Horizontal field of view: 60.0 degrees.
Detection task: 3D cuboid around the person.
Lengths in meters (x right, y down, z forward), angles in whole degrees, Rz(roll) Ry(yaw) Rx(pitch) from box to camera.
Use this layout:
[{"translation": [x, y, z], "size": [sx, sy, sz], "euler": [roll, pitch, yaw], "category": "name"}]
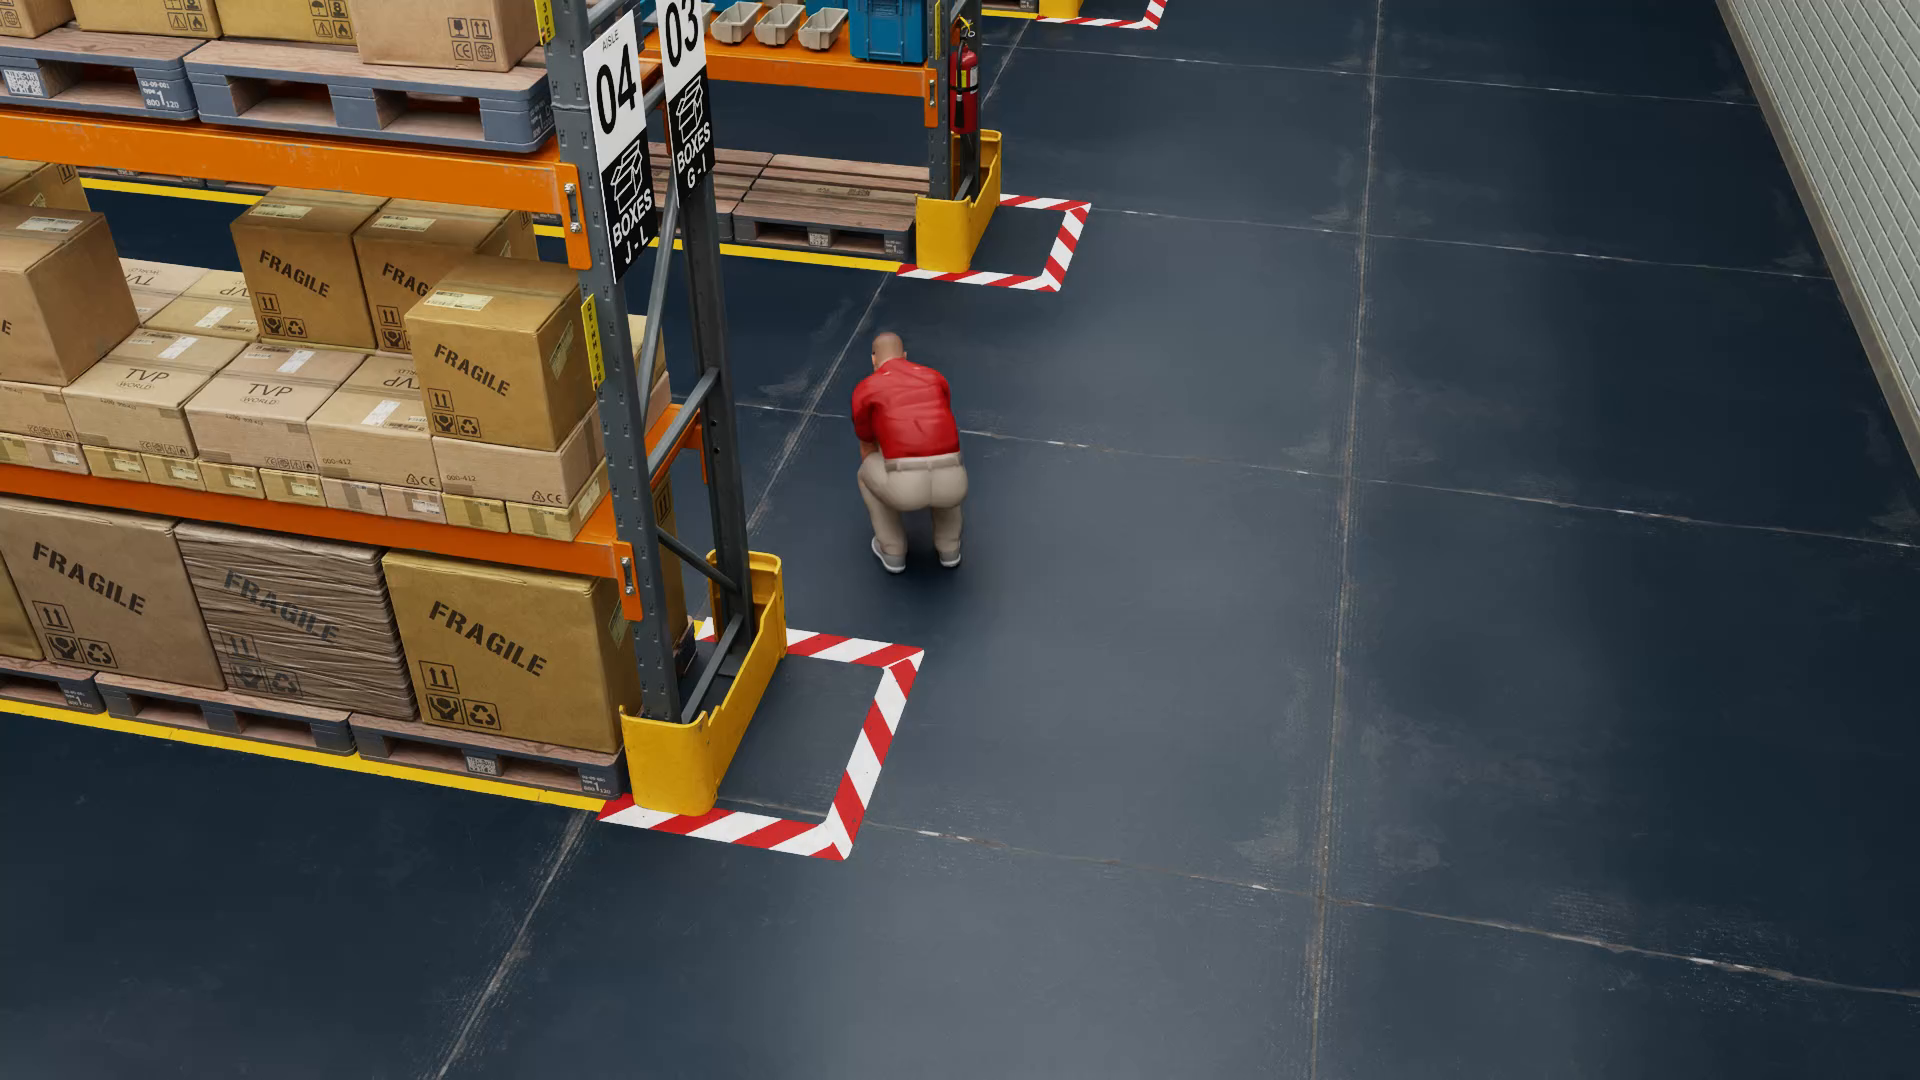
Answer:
[{"translation": [-0.240, -0.405, 8.147], "size": [0.539, 1.008, 0.863], "euler": [-7, 37, -10], "category": "person"}]
